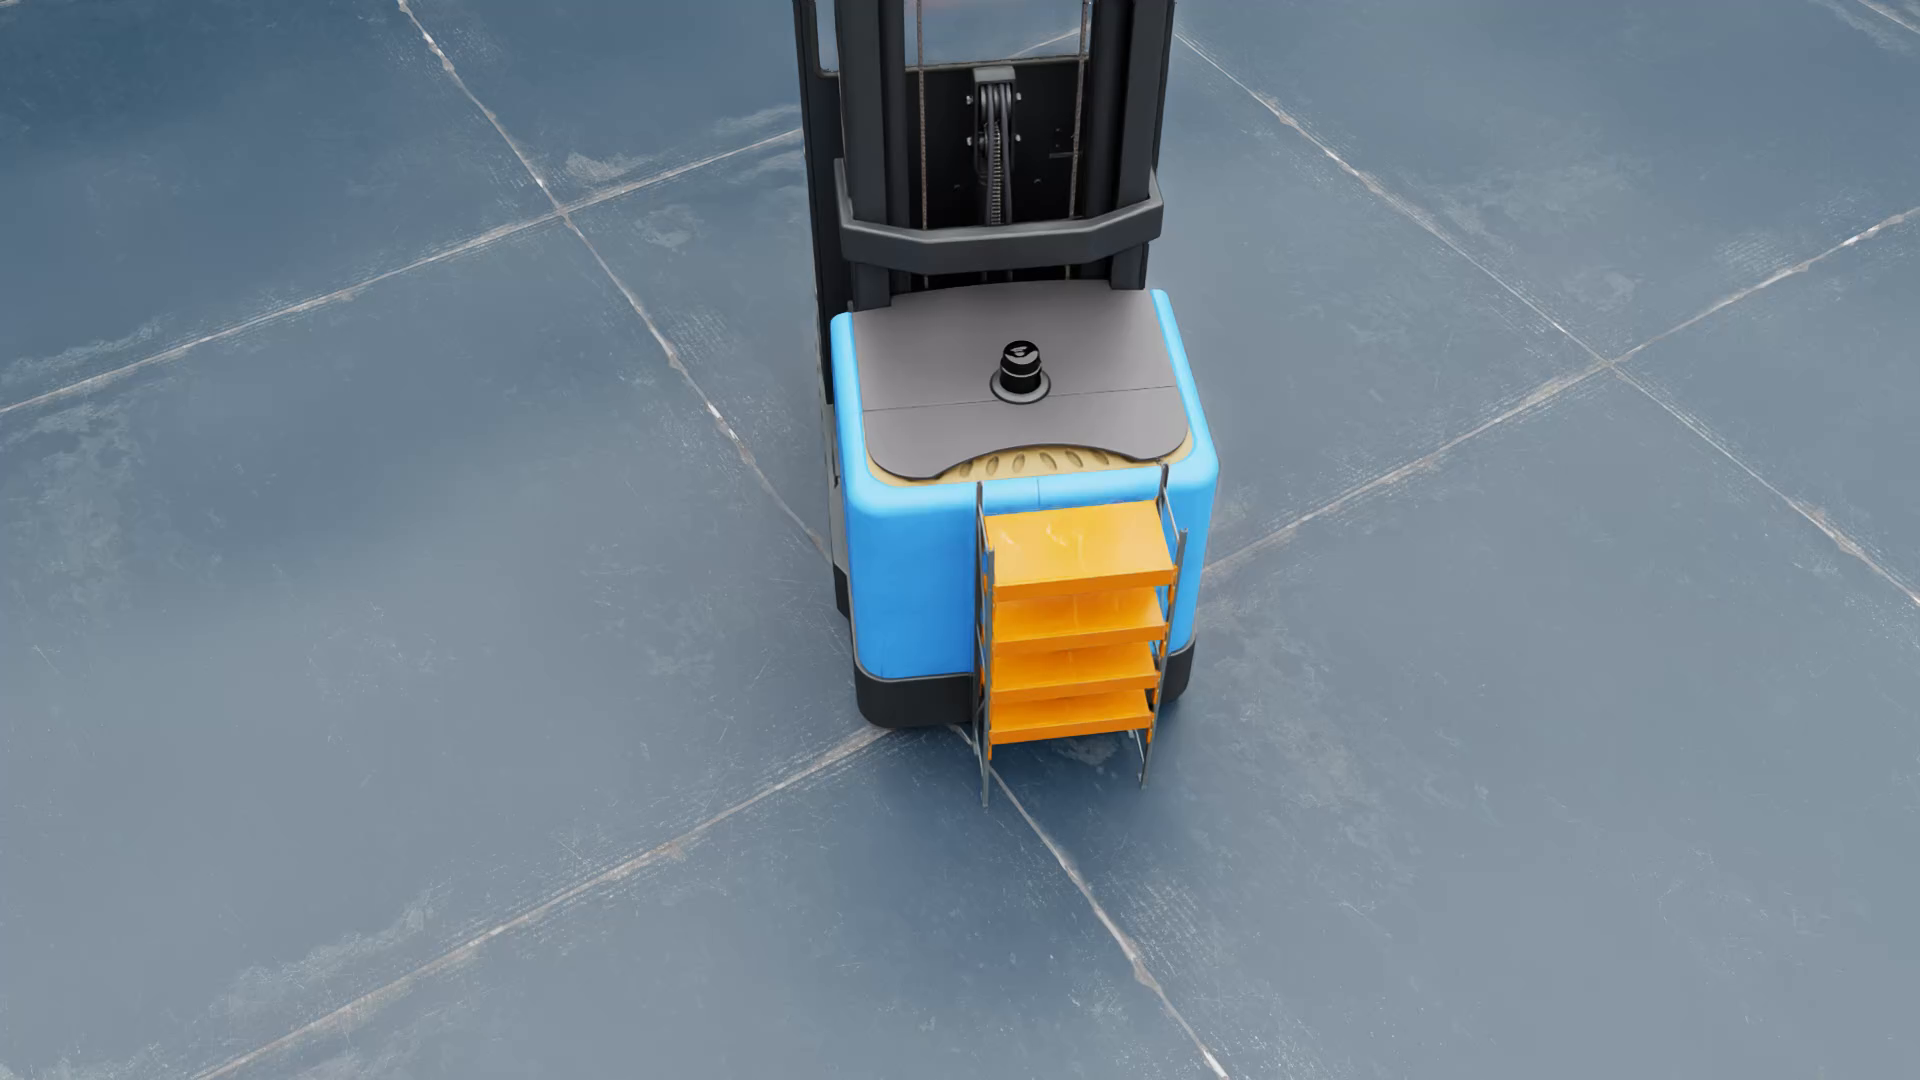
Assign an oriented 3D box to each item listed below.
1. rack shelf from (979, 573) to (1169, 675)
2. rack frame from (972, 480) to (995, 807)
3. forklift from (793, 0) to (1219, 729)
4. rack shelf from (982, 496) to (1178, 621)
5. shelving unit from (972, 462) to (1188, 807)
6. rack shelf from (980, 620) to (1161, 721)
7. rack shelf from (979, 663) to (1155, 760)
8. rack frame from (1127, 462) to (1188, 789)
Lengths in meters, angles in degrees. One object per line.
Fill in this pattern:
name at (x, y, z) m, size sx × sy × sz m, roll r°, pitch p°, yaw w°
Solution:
rack shelf at (0.305, 0.201, 4.554) m, size 0.480 × 0.148 × 0.258 m, roll -6°, pitch 50°, yaw -5°
rack frame at (0.063, 0.327, 4.652) m, size 0.015 × 1.200 × 0.240 m, roll -6°, pitch 50°, yaw -5°
forklift at (0.040, -1.504, 5.127) m, size 1.130 × 2.935 × 3.031 m, roll -5°, pitch 49°, yaw -4°
rack shelf at (0.305, 0.047, 4.375) m, size 0.480 × 0.148 × 0.258 m, roll -6°, pitch 50°, yaw -5°
shelving unit at (0.305, 0.303, 4.673) m, size 0.503 × 1.200 × 0.258 m, roll -6°, pitch 50°, yaw -5°
rack shelf at (0.304, 0.347, 4.724) m, size 0.480 × 0.148 × 0.258 m, roll -6°, pitch 50°, yaw -5°
rack shelf at (0.304, 0.476, 4.875) m, size 0.480 × 0.148 × 0.258 m, roll -6°, pitch 50°, yaw -5°
rack frame at (0.546, 0.279, 4.694) m, size 0.015 × 1.200 × 0.240 m, roll -6°, pitch 50°, yaw -5°
